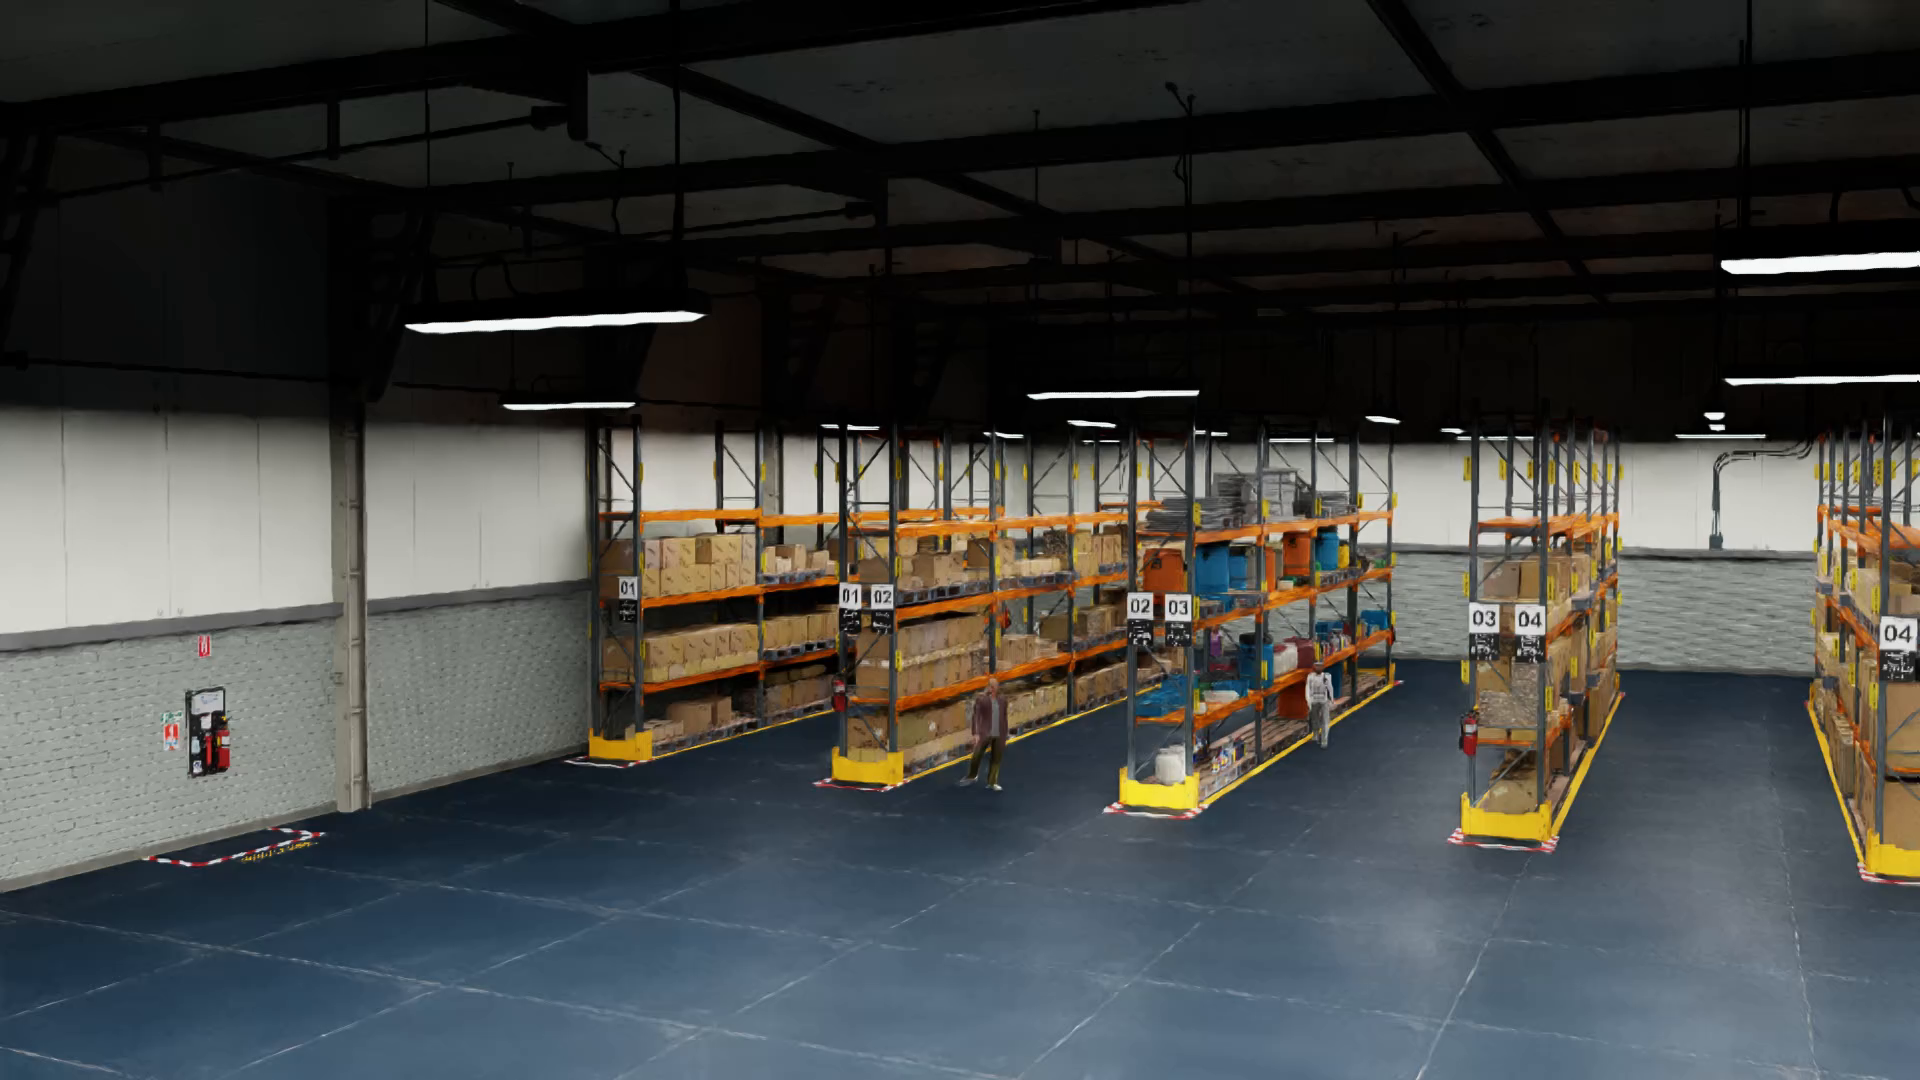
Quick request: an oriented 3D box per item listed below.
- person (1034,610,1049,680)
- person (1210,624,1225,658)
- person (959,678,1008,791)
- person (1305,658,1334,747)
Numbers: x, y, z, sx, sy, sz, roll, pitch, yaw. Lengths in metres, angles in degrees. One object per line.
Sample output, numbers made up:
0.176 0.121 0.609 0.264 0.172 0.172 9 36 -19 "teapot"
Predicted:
2.064 2.521 39.719 0.719 1.714 0.578 1 3 23 "person"
5.921 2.646 38.352 0.432 1.539 0.947 1 3 24 "person"
0.380 3.039 26.129 0.779 1.769 0.535 -1 2 -15 "person"
6.542 2.933 30.294 0.511 1.598 1.058 1 2 16 "person"
